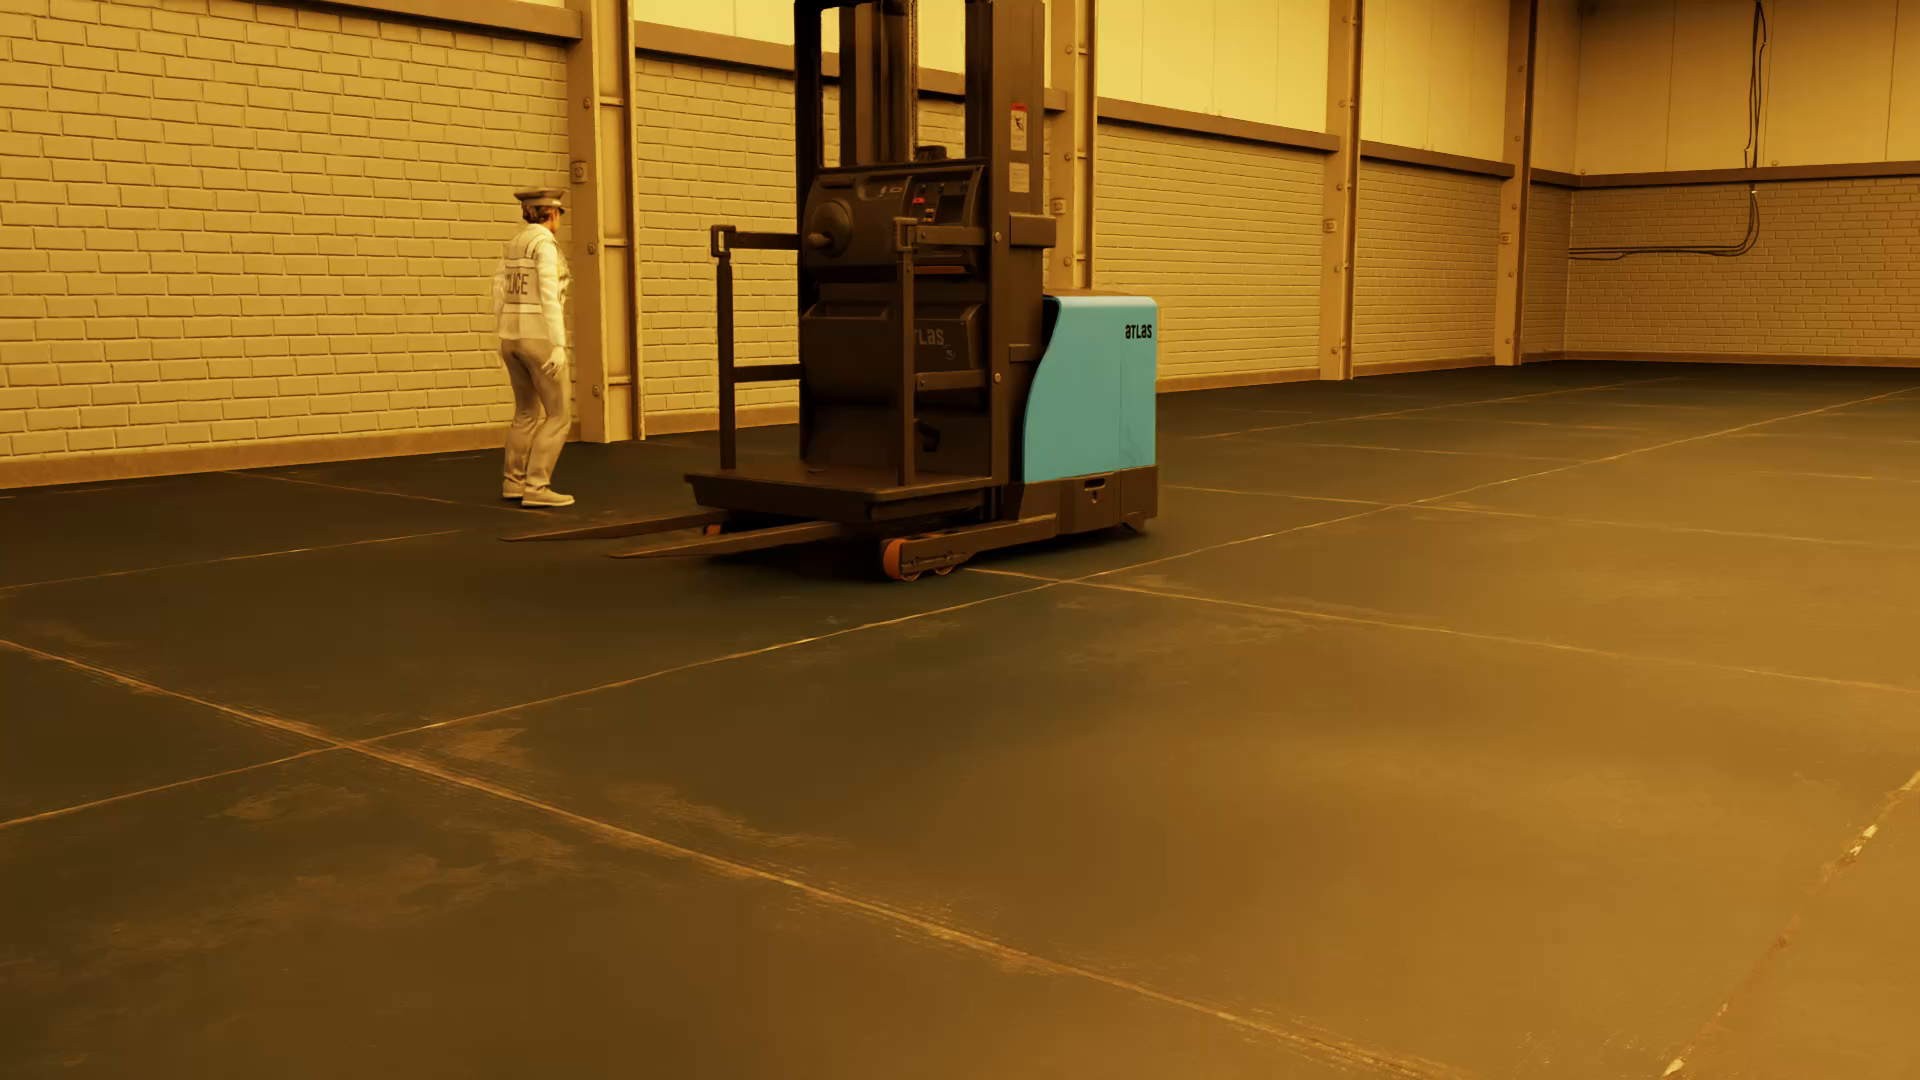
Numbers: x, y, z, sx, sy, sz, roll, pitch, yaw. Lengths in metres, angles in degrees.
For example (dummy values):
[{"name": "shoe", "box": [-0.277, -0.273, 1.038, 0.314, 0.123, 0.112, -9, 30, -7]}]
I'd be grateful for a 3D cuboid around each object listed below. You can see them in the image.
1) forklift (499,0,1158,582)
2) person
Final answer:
[{"name": "forklift", "box": [-0.418, -1.373, 6.662, 1.130, 2.935, 3.031, 7, 11, 39]}, {"name": "person", "box": [-2.201, -0.999, 8.607, 0.373, 1.637, 0.781, -8, 11, -43]}]
